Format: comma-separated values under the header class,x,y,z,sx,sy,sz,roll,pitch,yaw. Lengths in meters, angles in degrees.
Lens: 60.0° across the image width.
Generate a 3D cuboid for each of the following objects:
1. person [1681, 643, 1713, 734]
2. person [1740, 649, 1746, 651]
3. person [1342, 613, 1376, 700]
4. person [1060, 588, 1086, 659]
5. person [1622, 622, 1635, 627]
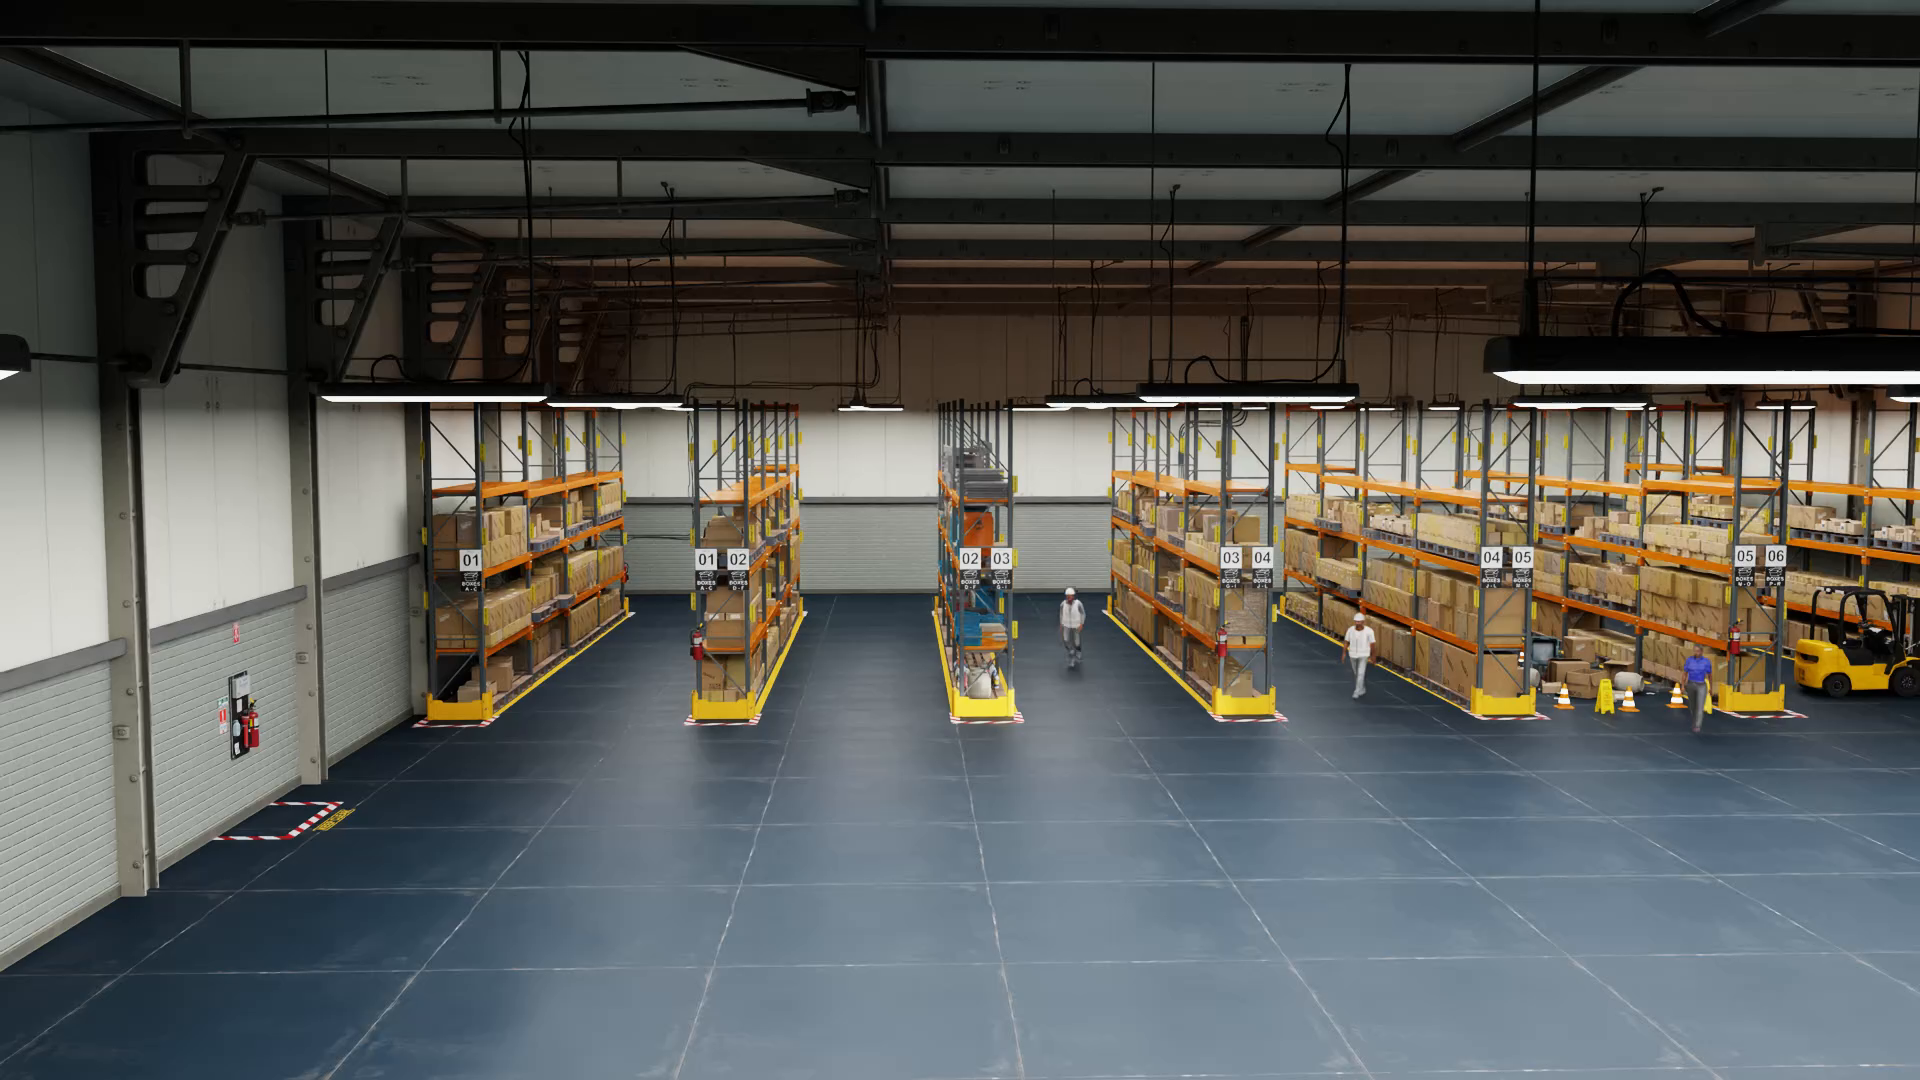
class,x,y,z,sx,sy,sz,roll,pitch,yaw
person,13.160,2.646,29.748,0.474,1.597,1.045,4,6,40
person,16.767,2.177,35.804,0.495,1.669,0.533,0,4,-4
person,7.958,2.314,33.328,0.600,1.702,1.060,4,6,39
person,2.553,1.900,37.707,0.602,1.653,0.742,1,4,14
person,18.130,1.517,44.595,0.471,1.711,0.536,-2,5,-29
